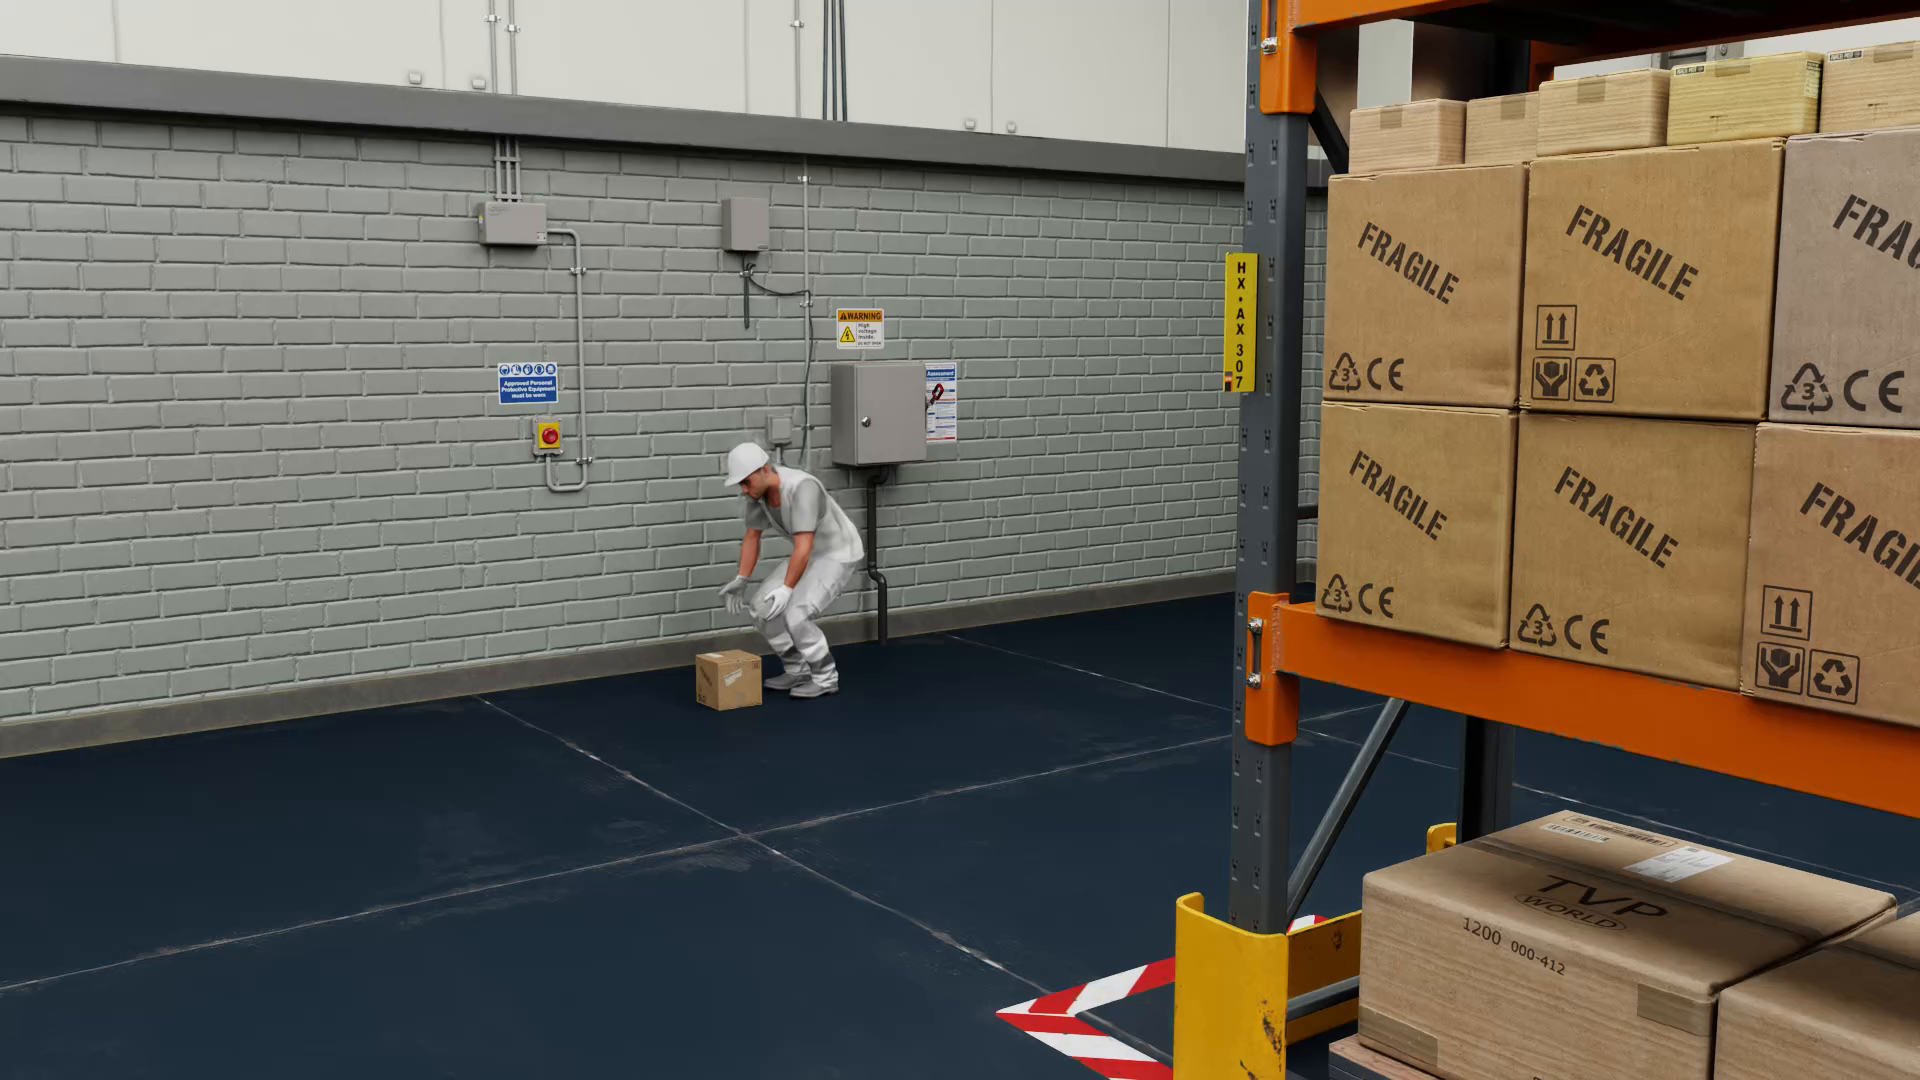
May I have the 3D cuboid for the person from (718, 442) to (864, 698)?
[{"bbox_3d":[-0.870,0.152,8.726,0.795,1.351,0.584,-6,9,-36],"label":"person"}]
